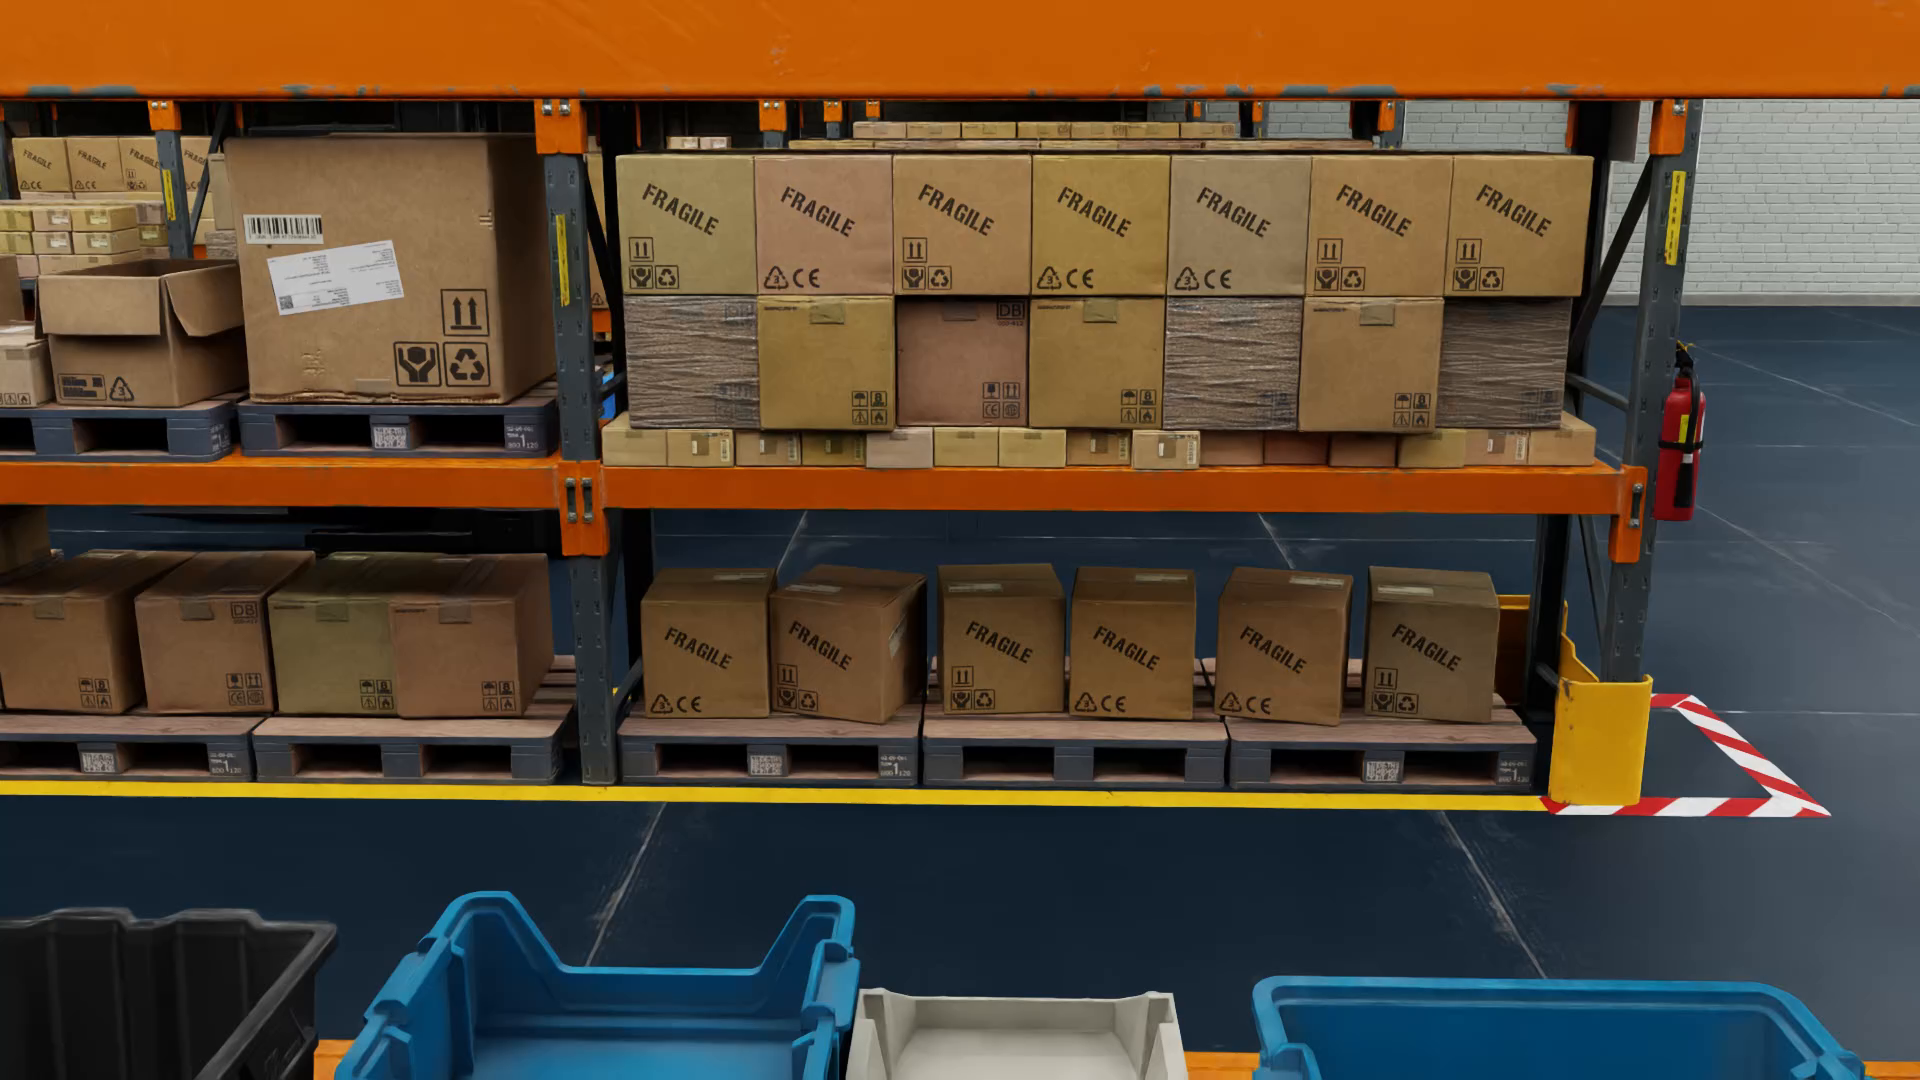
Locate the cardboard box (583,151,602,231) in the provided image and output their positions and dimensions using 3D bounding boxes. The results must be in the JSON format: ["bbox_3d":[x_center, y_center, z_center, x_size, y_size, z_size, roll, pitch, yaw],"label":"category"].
[{"bbox_3d":[-2.718,-2.400,11.402,0.500,0.500,0.700,0,15,2],"label":"cardboard box"}]

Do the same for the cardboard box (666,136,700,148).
[{"bbox_3d":[-2.726,-3.907,16.393,0.250,0.149,0.380,1,15,5],"label":"cardboard box"}]

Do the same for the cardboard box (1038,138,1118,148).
[{"bbox_3d":[0.785,-2.430,11.260,0.500,0.550,0.875,0,15,1],"label":"cardboard box"}]

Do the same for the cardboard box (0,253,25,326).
[{"bbox_3d":[-4.327,-0.902,6.861,0.500,0.500,0.700,3,15,10],"label":"cardboard box"}]

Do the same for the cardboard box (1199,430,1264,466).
[{"bbox_3d":[1.029,-0.402,6.476,0.250,0.149,0.380,0,15,1],"label":"cardboard box"}]

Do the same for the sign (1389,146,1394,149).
[{"bbox_3d":[2.769,-2.371,10.711,0.005,0.325,0.100,0,15,1],"label":"sign"}]

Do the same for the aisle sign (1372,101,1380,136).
[{"bbox_3d":[2.875,-3.168,11.370,0.004,0.787,0.394,0,15,1],"label":"aisle sign"}]

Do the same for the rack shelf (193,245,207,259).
[{"bbox_3d":[-7.175,-2.815,16.539,4.000,0.370,1.077,0,15,1],"label":"rack shelf"}]

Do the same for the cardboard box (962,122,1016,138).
[{"bbox_3d":[0.269,-3.722,15.828,0.500,0.500,0.700,0,15,0],"label":"cardboard box"}]

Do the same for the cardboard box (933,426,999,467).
[{"bbox_3d":[0.028,-0.395,6.449,0.250,0.149,0.380,0,15,1],"label":"cardboard box"}]

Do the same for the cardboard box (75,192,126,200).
[{"bbox_3d":[-8.219,-3.274,16.183,0.500,0.250,0.500,1,15,2],"label":"cardboard box"}]

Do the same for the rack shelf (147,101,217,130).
[{"bbox_3d":[-7.200,-3.002,11.369,4.000,0.370,1.077,0,15,1],"label":"rack shelf"}]

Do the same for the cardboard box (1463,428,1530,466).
[{"bbox_3d":[2.029,-0.400,6.468,0.250,0.149,0.380,0,15,1],"label":"cardboard box"}]

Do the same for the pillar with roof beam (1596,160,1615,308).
[{"bbox_3d":[8.160,-6.362,16.812,0.400,9.000,9.100,0,15,1],"label":"pillar with roof beam"}]

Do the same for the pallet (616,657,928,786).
[{"bbox_3d":[-0.758,0.747,7.094,1.213,0.211,1.003,0,15,1],"label":"pallet"}]

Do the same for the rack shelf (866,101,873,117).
[{"bbox_3d":[-3.053,-5.505,20.856,4.000,0.370,1.077,0,15,1],"label":"rack shelf"}]

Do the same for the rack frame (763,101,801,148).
[{"bbox_3d":[-1.202,-1.861,11.512,0.127,3.000,1.000,0,15,1],"label":"rack frame"}]

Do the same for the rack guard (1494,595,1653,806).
[{"bbox_3d":[2.493,0.638,6.942,0.348,0.500,1.175,0,15,1],"label":"rack guard"}]

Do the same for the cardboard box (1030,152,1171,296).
[{"bbox_3d":[0.513,-1.198,6.260,0.500,0.500,0.500,0,15,1],"label":"cardboard box"}]

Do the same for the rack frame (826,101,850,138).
[{"bbox_3d":[-1.177,-3.124,16.299,0.127,3.000,1.000,0,15,1],"label":"rack frame"}]

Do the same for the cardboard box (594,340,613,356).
[{"bbox_3d":[-2.789,-0.964,11.701,0.750,0.750,1.050,0,15,1],"label":"cardboard box"}]

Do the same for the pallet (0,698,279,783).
[{"bbox_3d":[-3.431,0.740,7.121,1.213,0.211,1.003,0,15,1],"label":"pallet"}]

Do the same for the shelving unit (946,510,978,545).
[{"bbox_3d":[0.014,-0.580,10.187,0.189,1.200,0.258,0,15,1],"label":"shelving unit"}]

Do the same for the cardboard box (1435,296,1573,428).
[{"bbox_3d":[2.020,-0.773,6.611,0.500,0.500,0.875,0,15,1],"label":"cardboard box"}]

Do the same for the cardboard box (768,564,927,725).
[{"bbox_3d":[-0.458,0.424,6.930,0.500,0.500,0.500,5,16,19],"label":"cardboard box"}]

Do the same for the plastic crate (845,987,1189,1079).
[{"bbox_3d":[0.073,0.740,2.171,0.437,0.136,0.530,0,15,1],"label":"plastic crate"}]

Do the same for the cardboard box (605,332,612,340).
[{"bbox_3d":[-3.115,-2.067,16.621,0.625,0.372,0.950,1,15,3],"label":"cardboard box"}]

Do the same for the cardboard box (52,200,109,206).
[{"bbox_3d":[-6.172,-2.312,11.727,0.250,0.149,0.380,0,15,1],"label":"cardboard box"}]

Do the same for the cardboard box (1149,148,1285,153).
[{"bbox_3d":[1.027,-1.327,6.750,0.500,0.500,0.500,0,15,1],"label":"cardboard box"}]

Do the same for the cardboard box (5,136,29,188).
[{"bbox_3d":[-9.644,-3.772,16.602,0.500,0.500,0.500,0,15,2],"label":"cardboard box"}]

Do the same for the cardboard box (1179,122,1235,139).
[{"bbox_3d":[2.306,-3.721,15.824,0.500,0.500,0.700,0,15,0],"label":"cardboard box"}]

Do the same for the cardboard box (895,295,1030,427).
[{"bbox_3d":[0.020,-0.780,6.637,0.500,0.500,0.875,0,15,1],"label":"cardboard box"}]

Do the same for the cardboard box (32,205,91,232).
[{"bbox_3d":[-5.953,-2.144,11.091,0.250,0.149,0.380,0,15,1],"label":"cardboard box"}]

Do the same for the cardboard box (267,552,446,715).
[{"bbox_3d":[-2.519,0.382,7.049,0.500,0.500,0.700,0,15,1],"label":"cardboard box"}]

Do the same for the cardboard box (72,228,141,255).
[{"bbox_3d":[-5.706,-1.999,11.124,0.250,0.149,0.380,1,15,3],"label":"cardboard box"}]

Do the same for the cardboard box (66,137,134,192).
[{"bbox_3d":[-8.232,-3.635,16.082,0.500,0.500,0.500,0,15,1],"label":"cardboard box"}]

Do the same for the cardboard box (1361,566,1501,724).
[{"bbox_3d":[1.945,0.427,6.918,0.500,0.500,0.500,3,15,12],"label":"cardboard box"}]

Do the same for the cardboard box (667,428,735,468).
[{"bbox_3d":[-0.973,-0.392,6.438,0.250,0.149,0.380,0,15,1],"label":"cardboard box"}]

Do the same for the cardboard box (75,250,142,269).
[{"bbox_3d":[-5.706,-1.854,11.157,0.250,0.149,0.380,1,15,2],"label":"cardboard box"}]

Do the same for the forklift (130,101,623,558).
[{"bbox_3d":[-3.519,-1.440,10.053,3.031,2.935,1.130,0,15,1],"label":"forklift"}]

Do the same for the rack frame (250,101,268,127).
[{"bbox_3d":[-9.051,-4.442,21.295,0.127,3.000,1.000,0,15,1],"label":"rack frame"}]

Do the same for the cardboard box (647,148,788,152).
[{"bbox_3d":[-0.973,-1.339,6.797,0.500,0.500,0.500,0,15,1],"label":"cardboard box"}]

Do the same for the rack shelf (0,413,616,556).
[{"bbox_3d":[-3.429,-0.262,6.861,4.000,0.370,1.077,0,15,1],"label":"rack shelf"}]

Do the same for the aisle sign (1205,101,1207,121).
[{"bbox_3d":[3.003,-5.545,20.381,0.004,0.787,0.394,0,15,1],"label":"aisle sign"}]

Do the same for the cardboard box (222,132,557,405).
[{"bbox_3d":[-2.220,-1.130,6.745,1.000,1.000,1.000,0,15,2],"label":"cardboard box"}]
